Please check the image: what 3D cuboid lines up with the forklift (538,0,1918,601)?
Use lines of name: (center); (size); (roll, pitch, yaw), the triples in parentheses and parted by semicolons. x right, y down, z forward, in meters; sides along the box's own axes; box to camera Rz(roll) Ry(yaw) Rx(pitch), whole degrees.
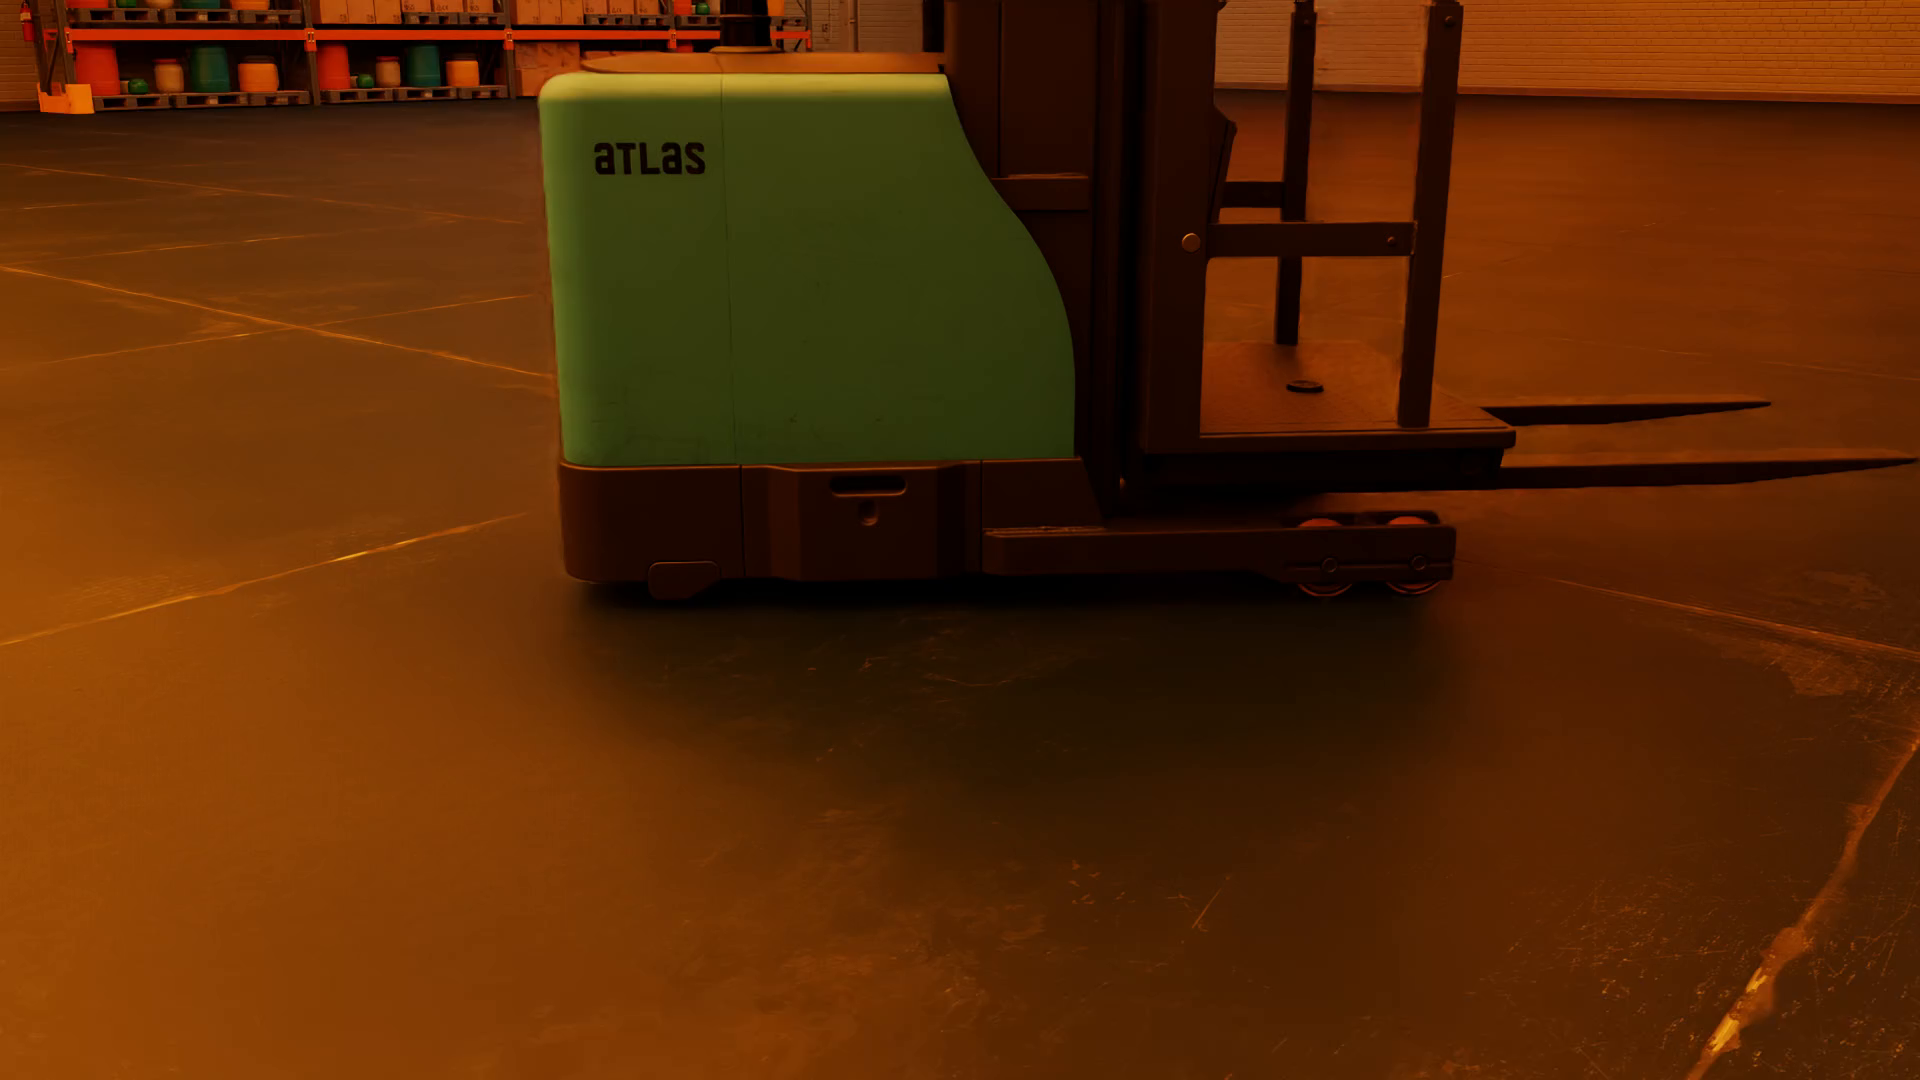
forklift: (0.644, -1.433, 3.615); (3.031, 2.935, 1.130); (-1, 17, -5)
